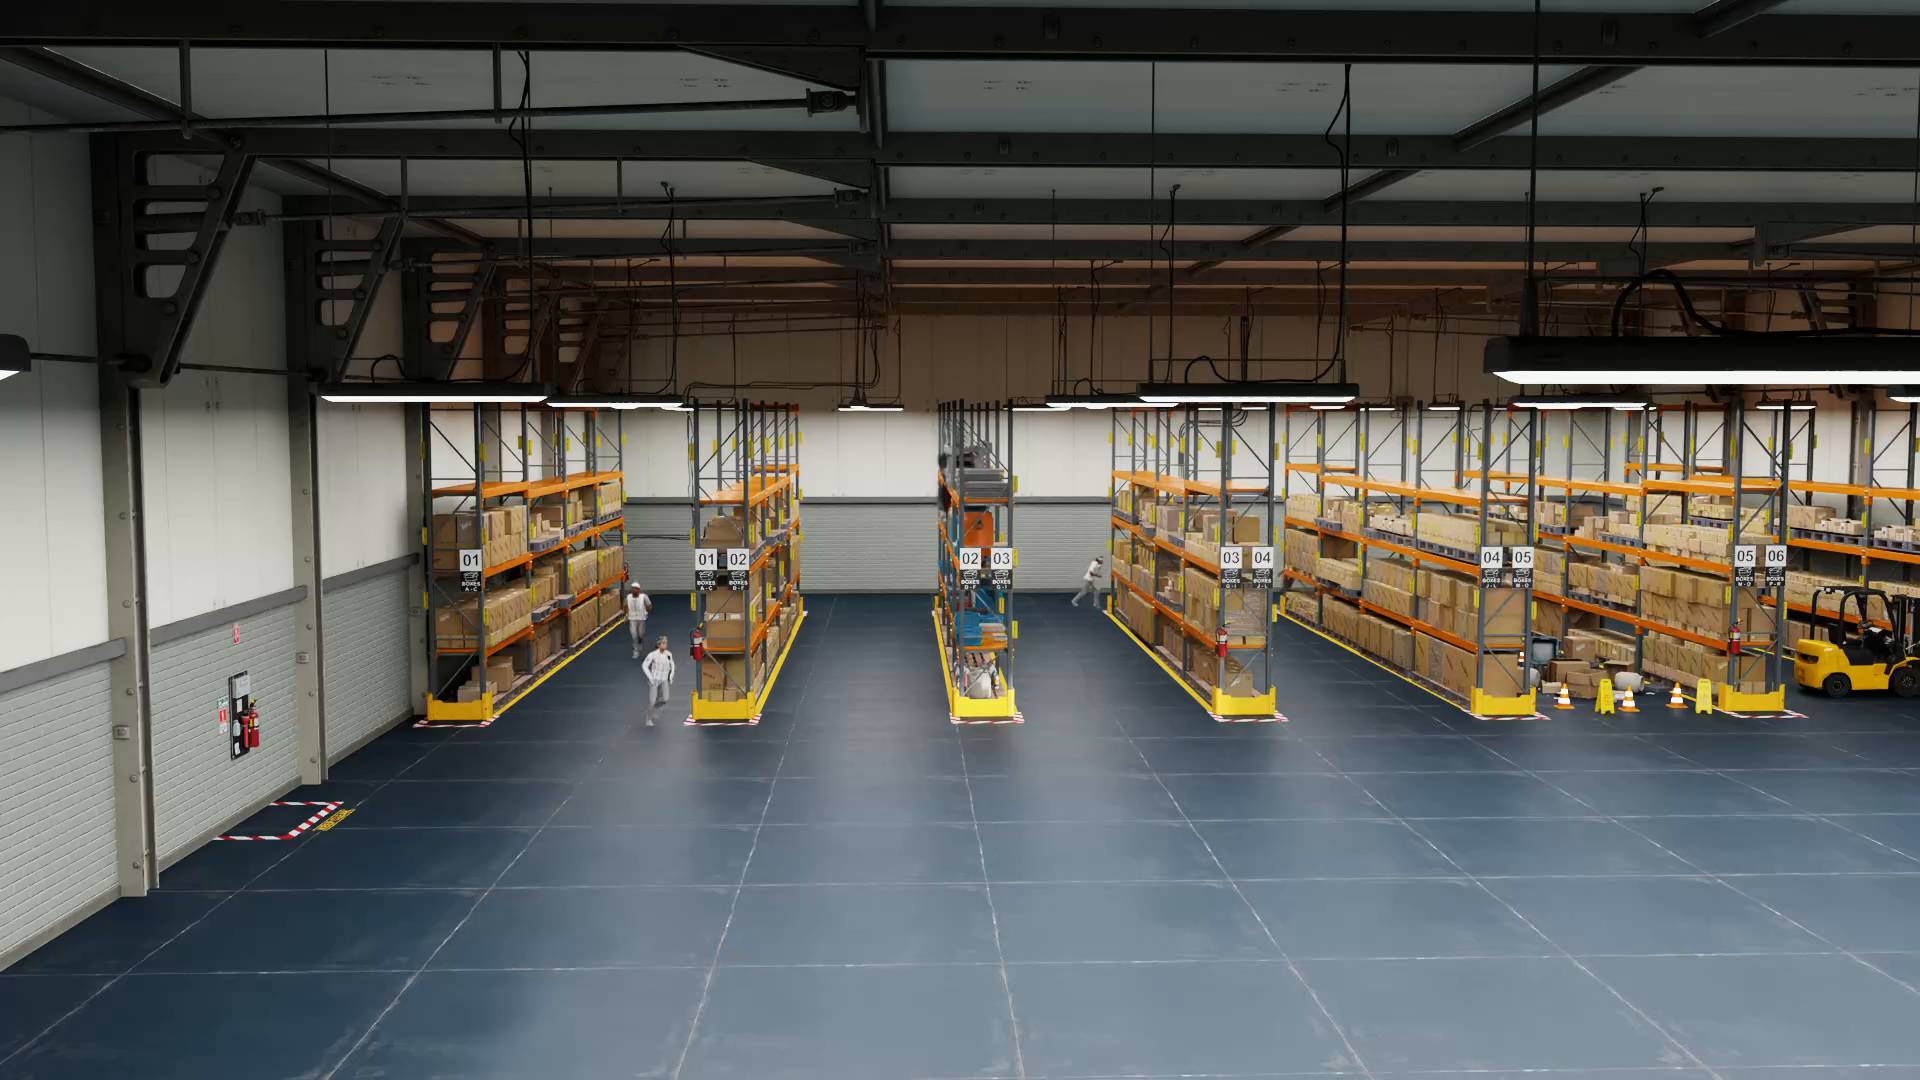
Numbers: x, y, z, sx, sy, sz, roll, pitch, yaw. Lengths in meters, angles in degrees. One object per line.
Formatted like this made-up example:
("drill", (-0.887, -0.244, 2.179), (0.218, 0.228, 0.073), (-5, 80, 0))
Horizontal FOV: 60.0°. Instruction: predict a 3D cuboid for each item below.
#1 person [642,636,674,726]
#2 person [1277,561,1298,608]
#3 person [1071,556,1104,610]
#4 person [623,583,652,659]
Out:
("person", (-5.525, 2.590, 30.674), (0.672, 1.641, 0.490), (-3, 5, -31))
("person", (9.729, 1.152, 48.978), (0.845, 1.757, 0.740), (-1, 5, -19))
("person", (3.753, 1.257, 48.841), (0.983, 1.624, 0.618), (1, 4, 15))
("person", (-7.596, 1.882, 39.156), (0.674, 1.766, 0.741), (0, 4, -3))
